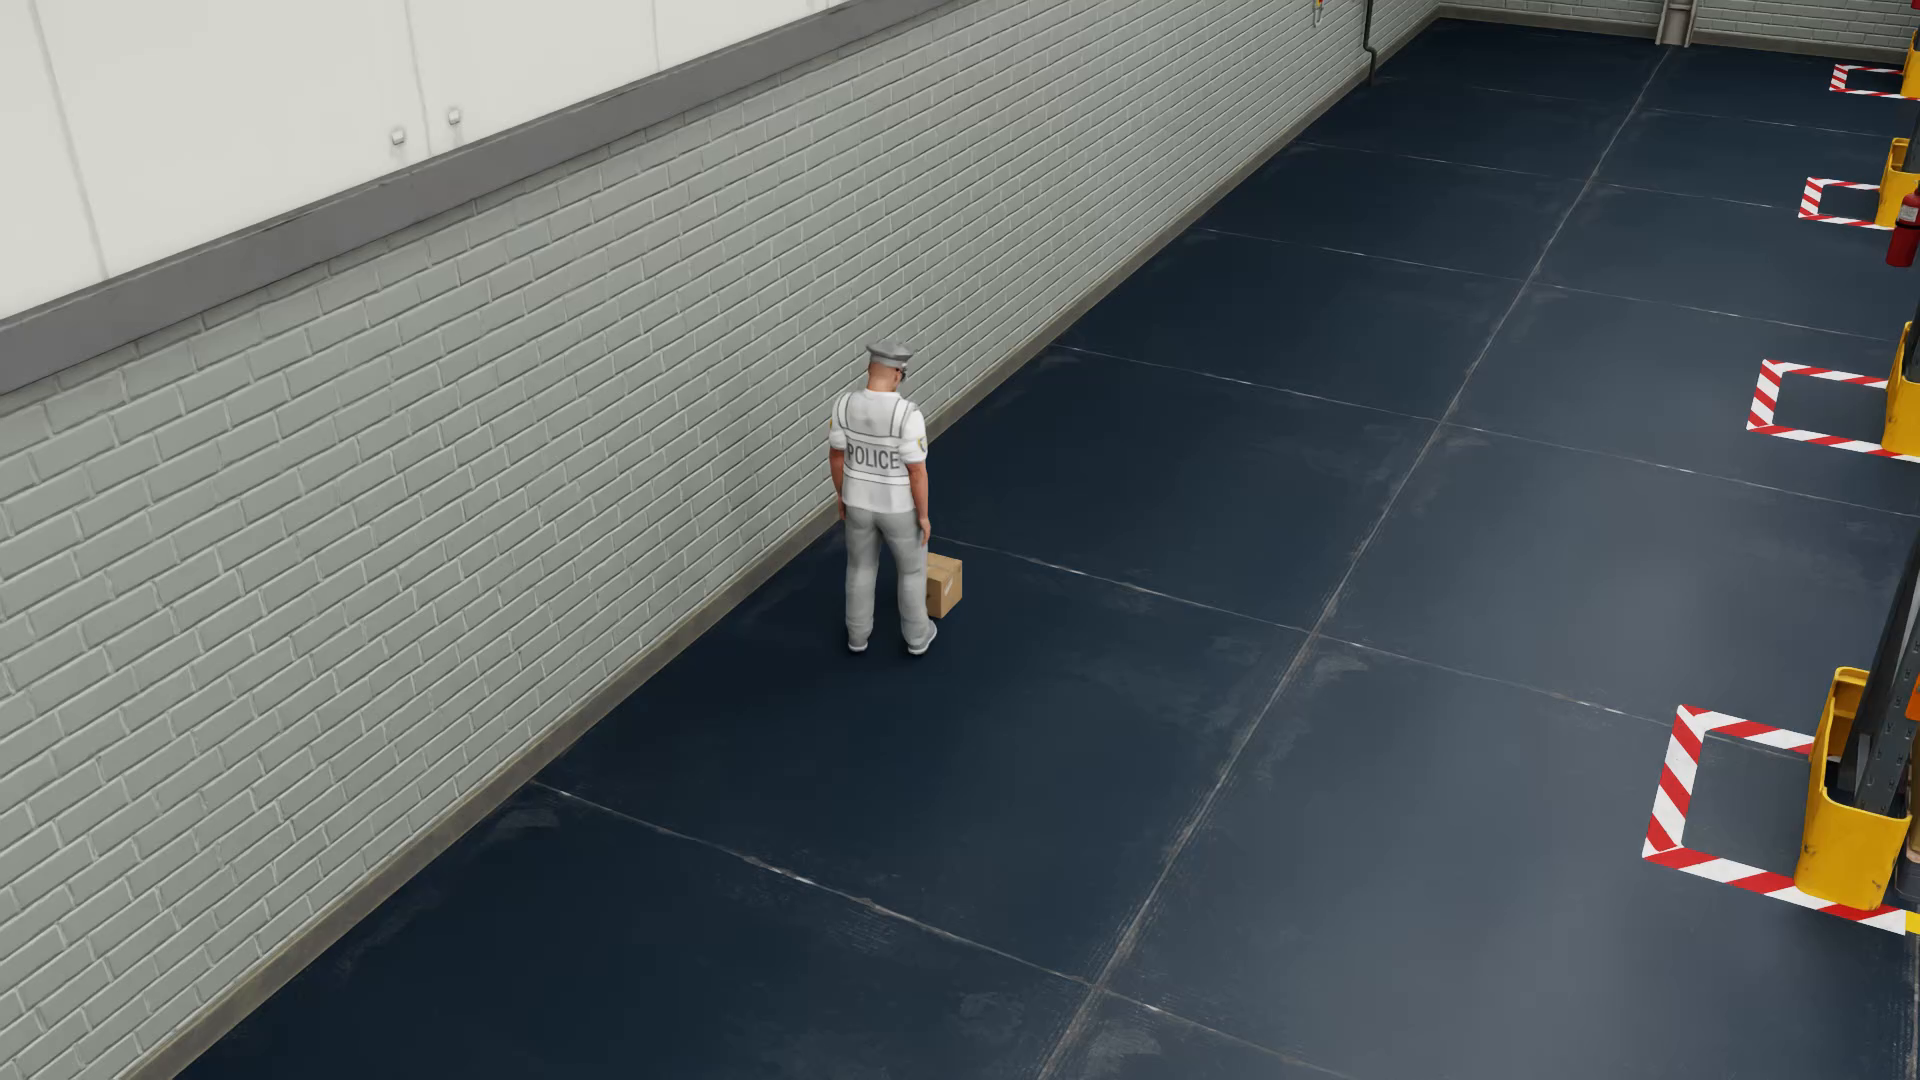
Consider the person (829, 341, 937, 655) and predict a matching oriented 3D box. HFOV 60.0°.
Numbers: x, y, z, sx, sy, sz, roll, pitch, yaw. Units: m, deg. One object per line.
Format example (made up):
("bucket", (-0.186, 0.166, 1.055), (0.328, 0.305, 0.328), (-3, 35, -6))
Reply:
("person", (-0.380, -0.204, 8.612), (0.560, 1.738, 0.453), (11, 32, 19))
